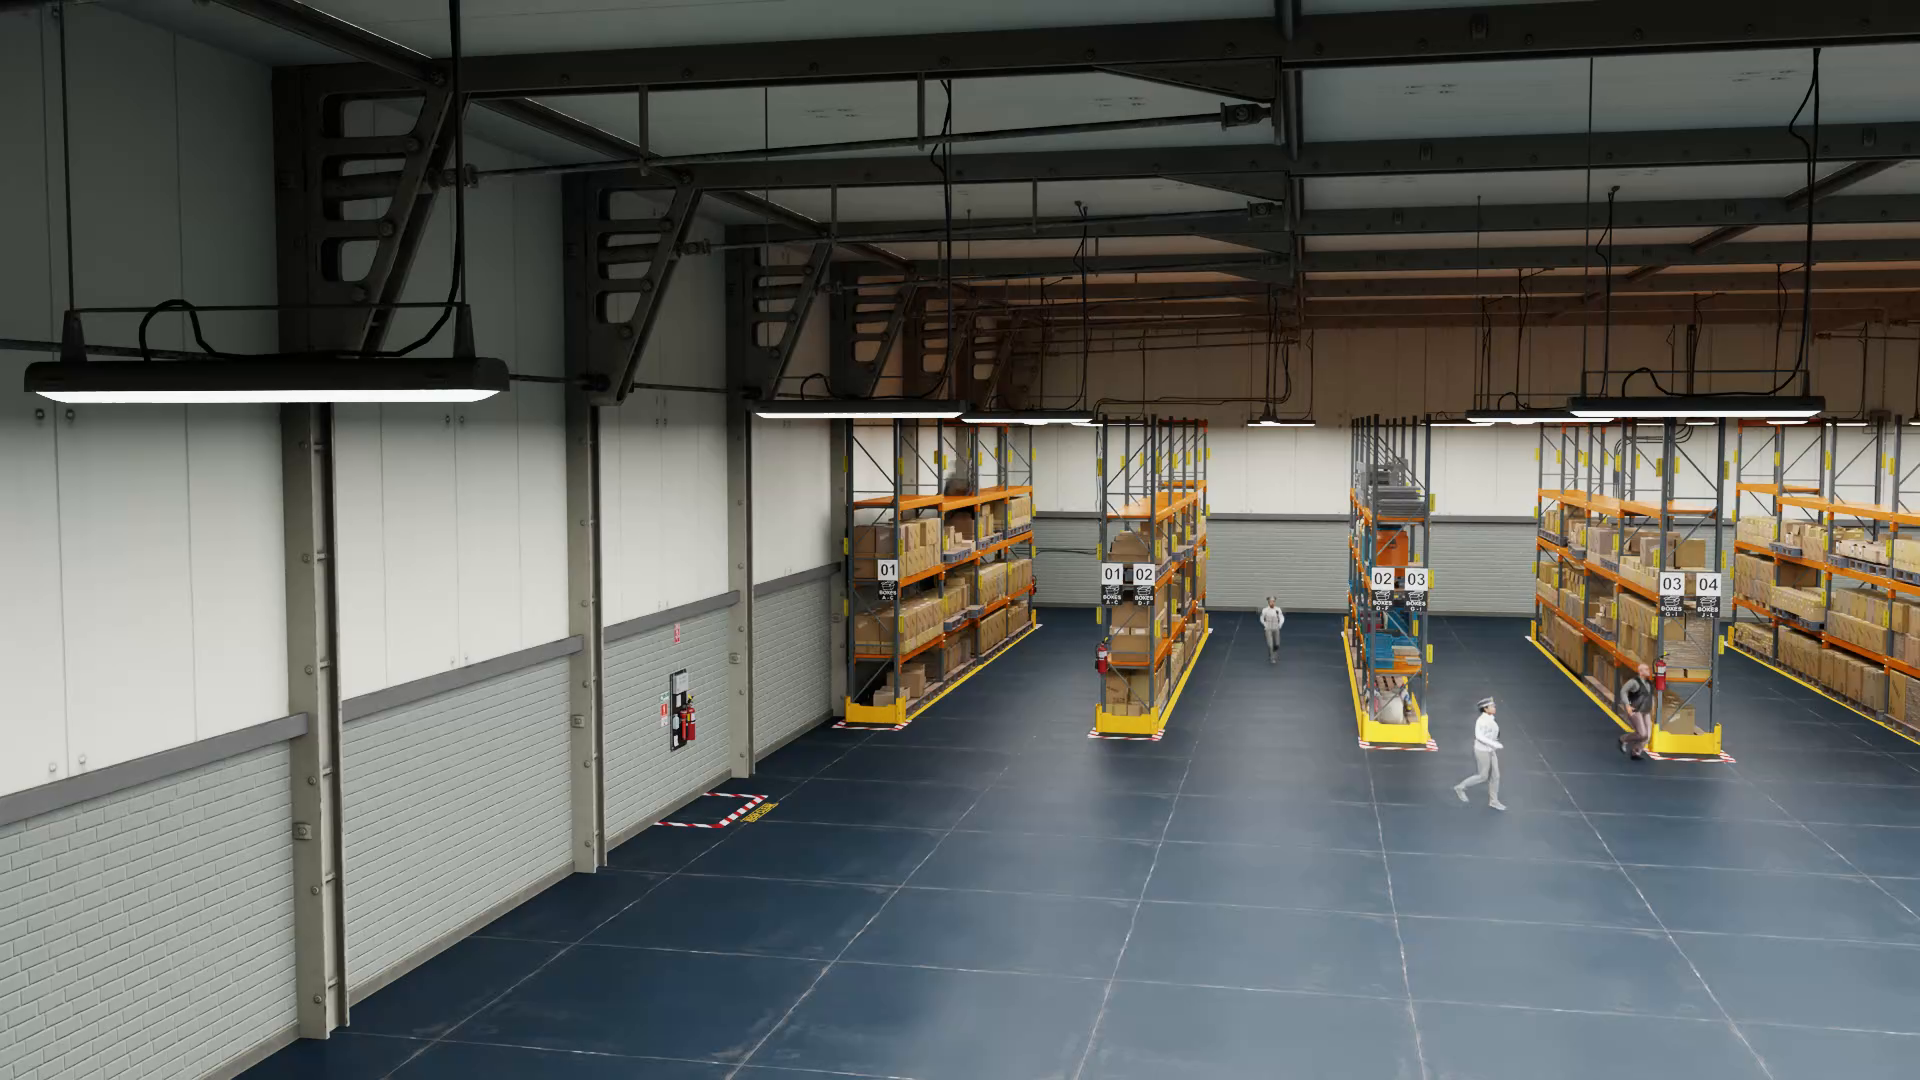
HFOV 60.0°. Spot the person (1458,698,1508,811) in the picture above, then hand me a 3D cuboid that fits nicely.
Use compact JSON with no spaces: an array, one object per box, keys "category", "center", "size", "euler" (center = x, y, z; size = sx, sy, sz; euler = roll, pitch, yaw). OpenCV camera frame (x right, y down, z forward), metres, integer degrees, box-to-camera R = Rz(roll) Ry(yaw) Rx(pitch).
[{"category":"person","center":[7.948,3.218,25.157],"size":[0.729,1.689,0.643],"euler":[3,5,34]}]

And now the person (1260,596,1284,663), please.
[{"category":"person","center":[7.638,2.190,40.583],"size":[0.589,1.647,0.528],"euler":[0,4,4]}]

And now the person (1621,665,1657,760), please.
[{"category":"person","center":[11.783,2.985,28.741],"size":[0.694,1.671,0.543],"euler":[-2,4,-27]}]

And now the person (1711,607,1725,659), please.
[{"category":"person","center":[18.458,2.169,40.850],"size":[0.561,1.690,0.774],"euler":[1,4,18]}]
